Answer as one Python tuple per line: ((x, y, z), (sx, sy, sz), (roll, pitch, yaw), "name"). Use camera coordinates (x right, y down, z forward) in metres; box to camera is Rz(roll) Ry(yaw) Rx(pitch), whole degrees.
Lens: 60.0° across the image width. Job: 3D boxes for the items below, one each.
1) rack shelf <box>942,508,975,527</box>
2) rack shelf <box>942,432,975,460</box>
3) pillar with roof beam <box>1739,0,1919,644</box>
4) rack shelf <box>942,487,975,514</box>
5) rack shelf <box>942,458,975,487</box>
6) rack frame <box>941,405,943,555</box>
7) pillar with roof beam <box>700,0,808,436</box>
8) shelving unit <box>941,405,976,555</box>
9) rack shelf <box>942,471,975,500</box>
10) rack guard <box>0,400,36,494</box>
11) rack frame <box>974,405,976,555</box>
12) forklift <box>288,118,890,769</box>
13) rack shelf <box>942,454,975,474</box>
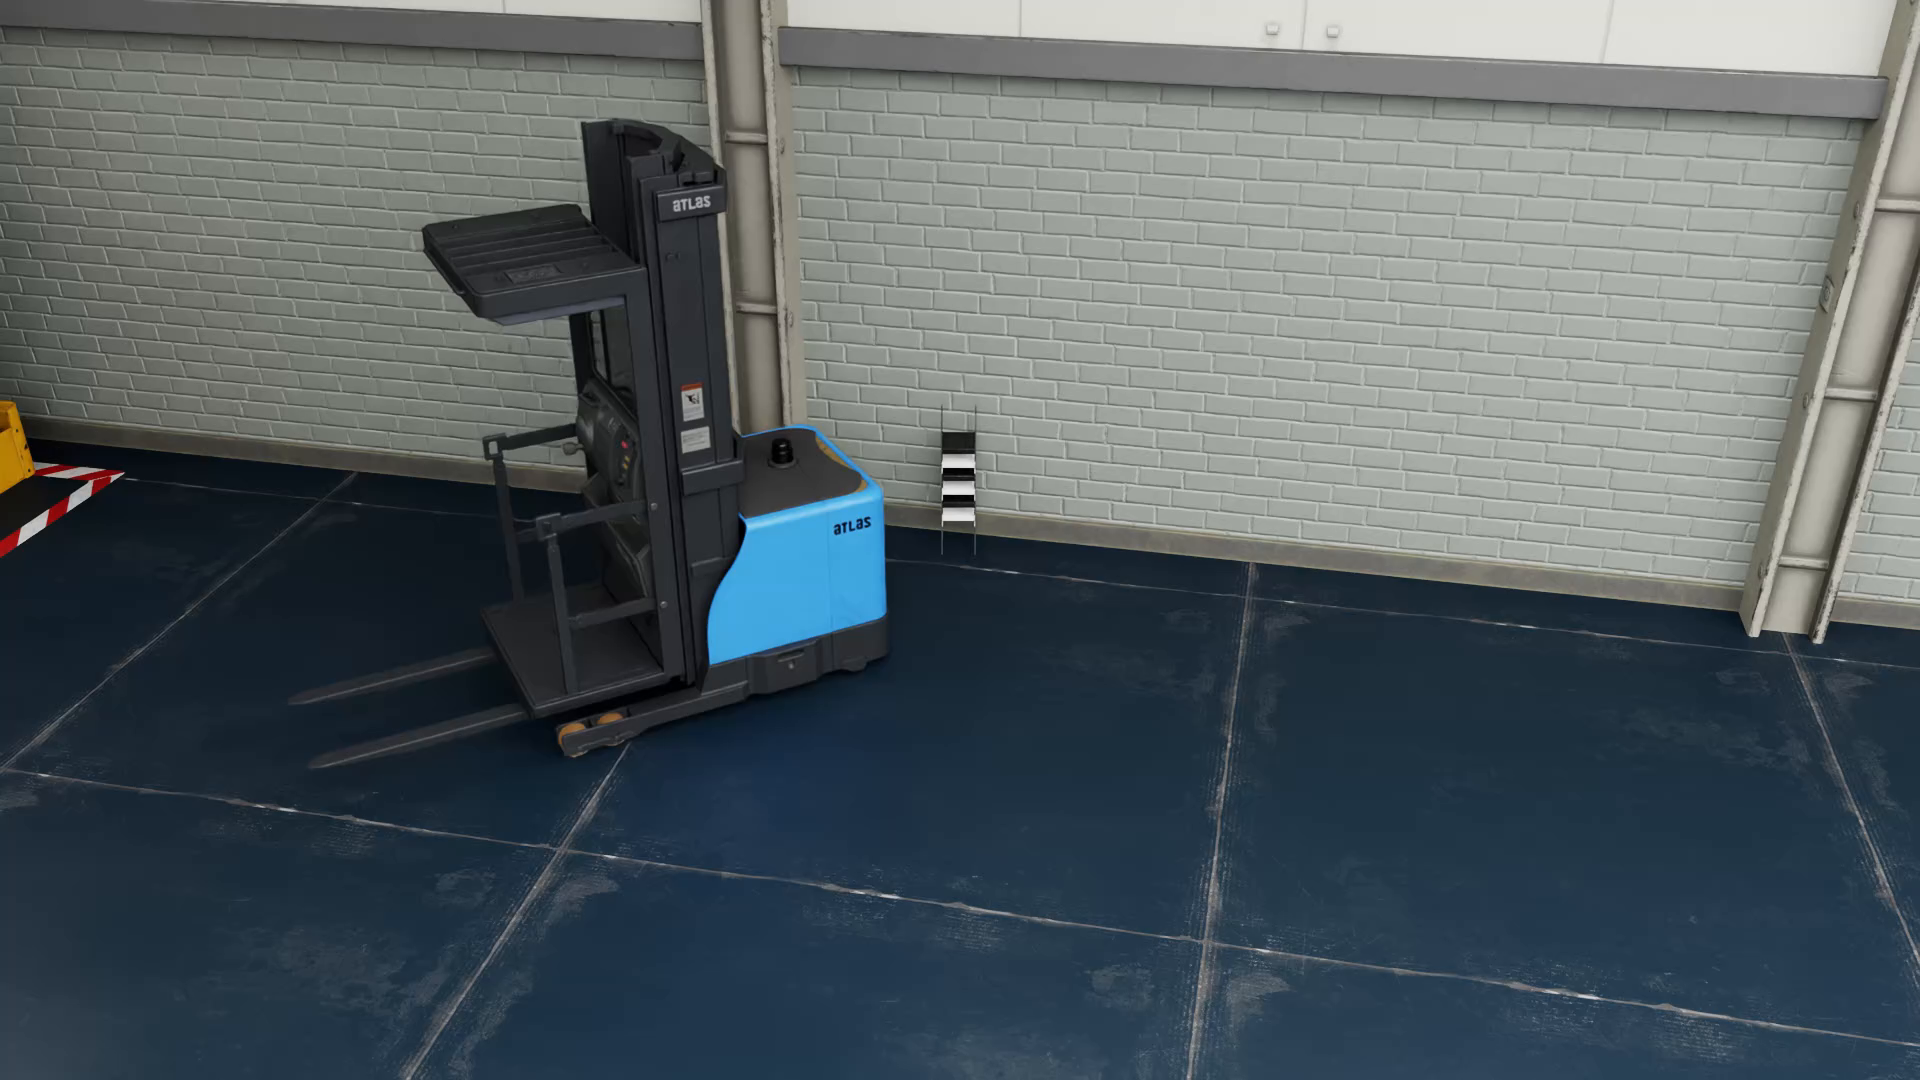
((-0.008, -0.175, 10.238), (0.200, 0.077, 0.258), (0, 29, 0), "rack shelf")
((-0.008, -0.570, 10.022), (0.200, 0.077, 0.258), (0, 29, 0), "rack shelf")
((3.791, -1.434, 3.661), (0.400, 9.000, 9.100), (6, 29, 11), "pillar with roof beam")
((-0.008, -0.254, 10.195), (0.200, 0.077, 0.258), (0, 29, 0), "rack shelf")
((-0.008, -0.412, 10.109), (0.200, 0.077, 0.258), (0, 29, 0), "rack shelf")
((-0.110, -0.362, 10.136), (0.006, 0.900, 0.240), (0, 29, 0), "rack frame")
((-2.077, -2.036, 4.760), (0.400, 9.000, 9.100), (6, 29, 11), "pillar with roof beam")
((-0.008, -0.362, 10.136), (0.210, 0.900, 0.258), (0, 29, 0), "shelving unit")
((-0.008, -0.333, 10.152), (0.200, 0.077, 0.258), (0, 29, 0), "rack shelf")
((-6.529, -0.436, 10.688), (0.348, 0.500, 1.175), (6, 29, 11), "rack guard")
((0.093, -0.362, 10.136), (0.006, 0.900, 0.240), (0, 29, 0), "rack frame")
((-1.931, -0.480, 8.237), (3.031, 2.935, 1.130), (-14, 32, -24), "forklift")
((-0.008, -0.491, 10.066), (0.200, 0.077, 0.258), (0, 29, 0), "rack shelf")
